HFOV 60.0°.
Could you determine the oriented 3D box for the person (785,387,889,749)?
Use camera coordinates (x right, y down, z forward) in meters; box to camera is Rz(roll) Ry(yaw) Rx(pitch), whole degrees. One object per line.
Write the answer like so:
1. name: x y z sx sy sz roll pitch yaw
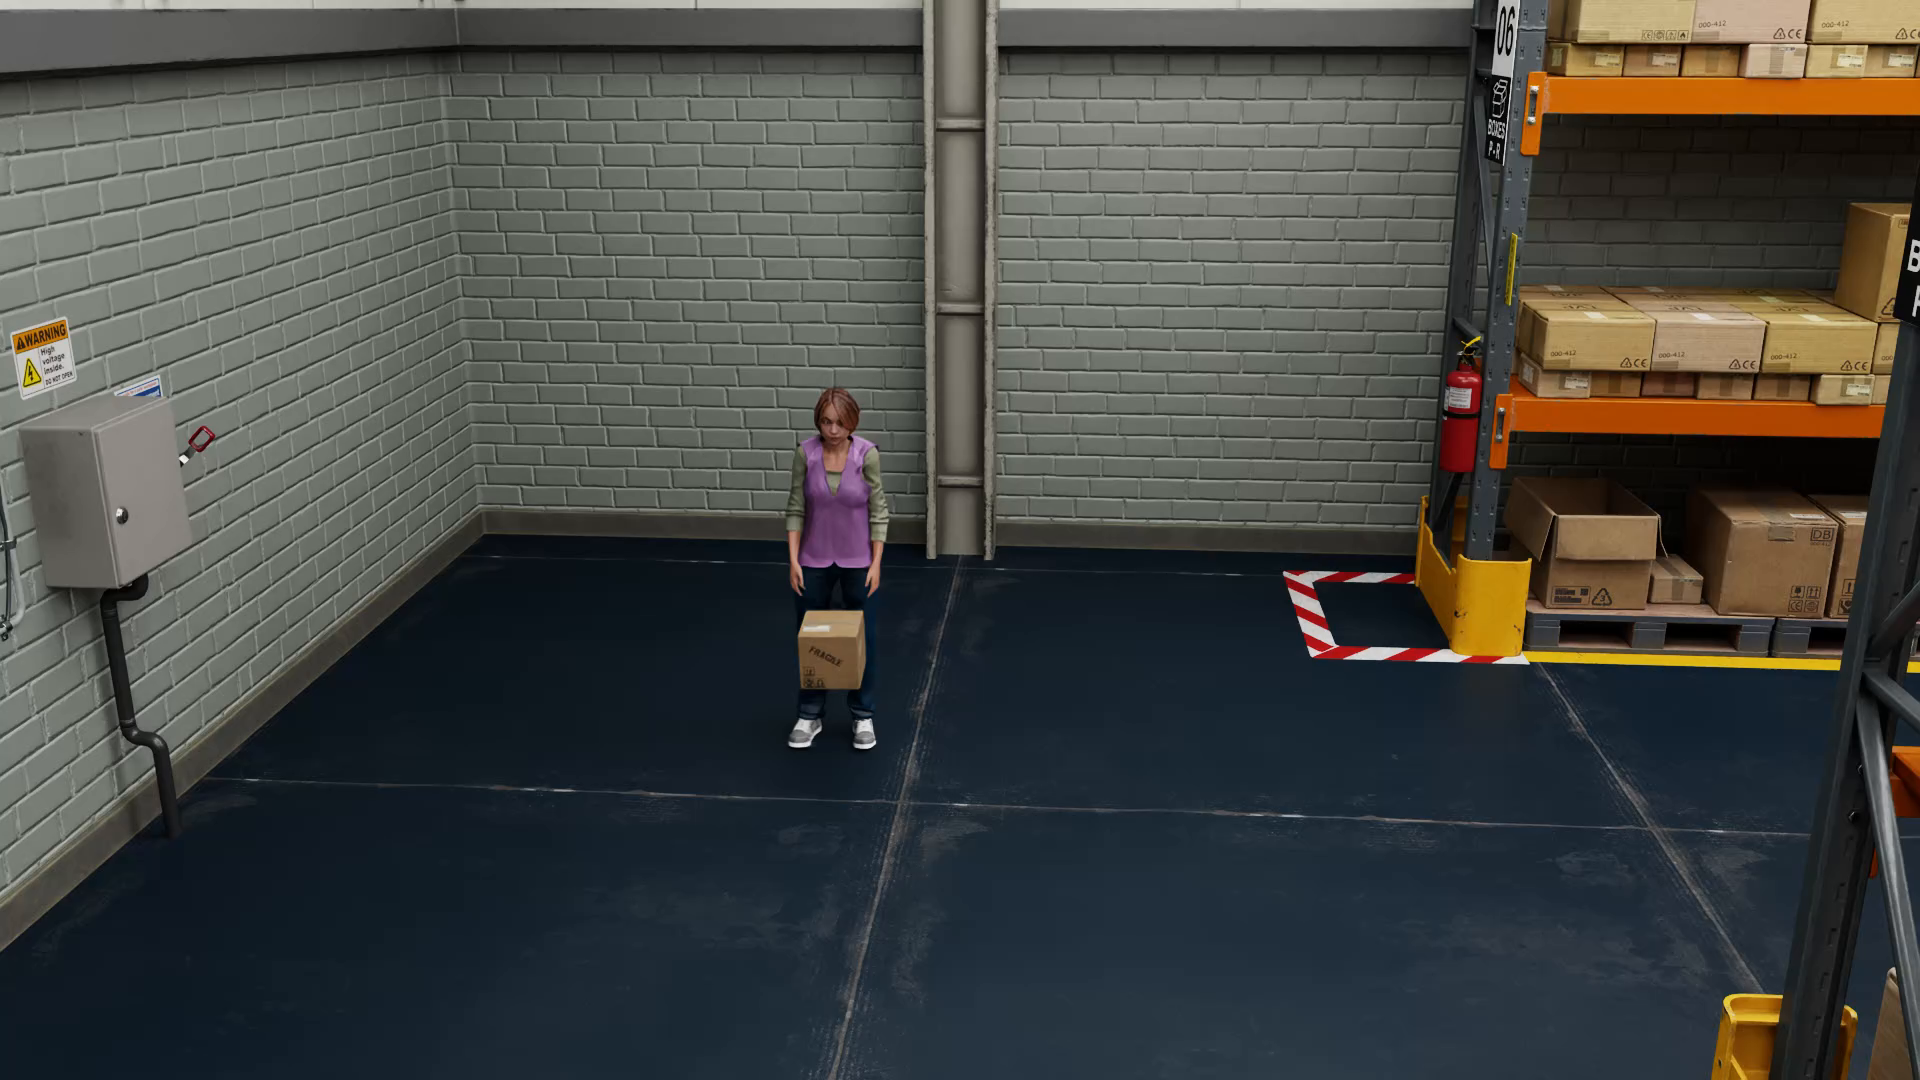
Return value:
1. person: -0.528 0.120 7.186 0.450 1.599 0.339 1 18 3
